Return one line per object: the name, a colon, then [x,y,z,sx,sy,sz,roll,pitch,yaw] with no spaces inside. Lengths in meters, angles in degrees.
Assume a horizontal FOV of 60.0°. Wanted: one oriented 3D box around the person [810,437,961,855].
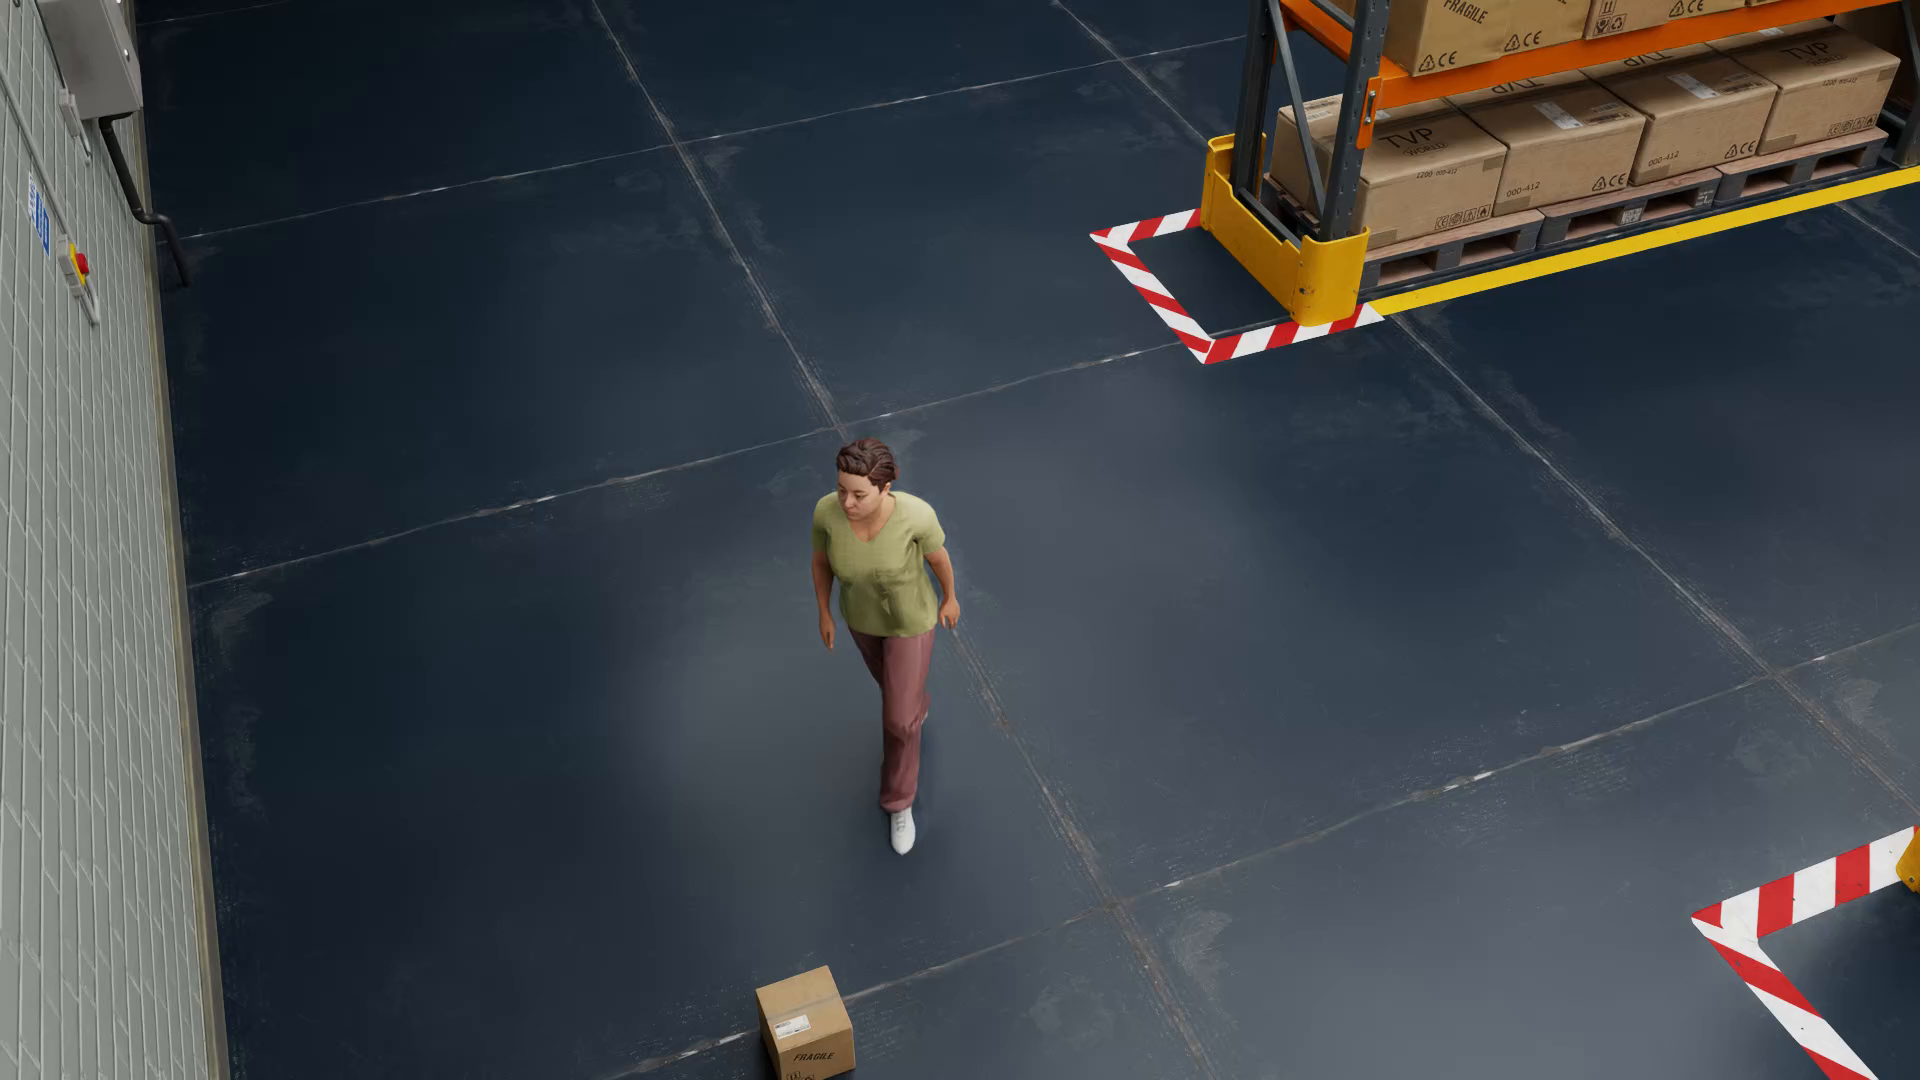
person: [-0.276,0.290,5.860,0.479,1.690,0.690,13,44,14]
